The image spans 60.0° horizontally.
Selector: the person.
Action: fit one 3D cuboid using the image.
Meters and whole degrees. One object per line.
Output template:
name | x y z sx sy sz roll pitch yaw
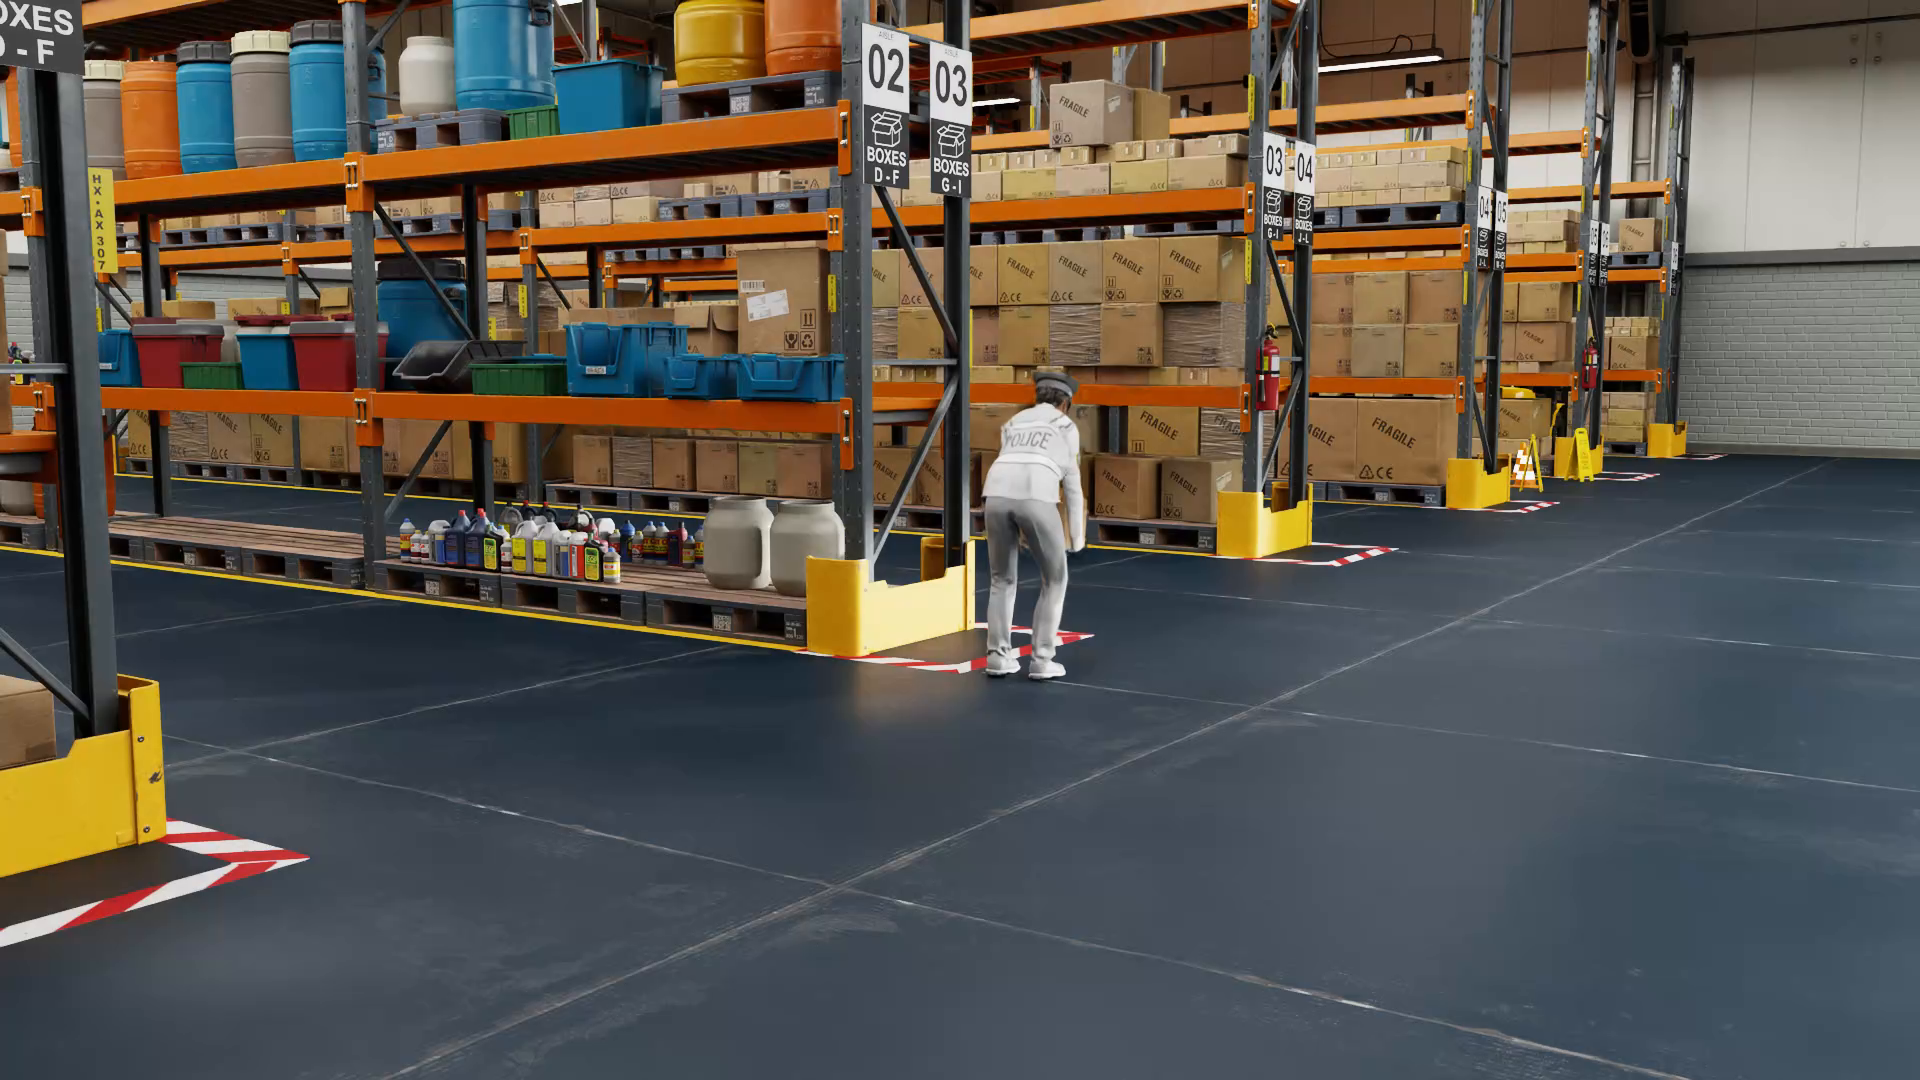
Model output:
person | 0.375 -0.085 8.147 0.416 1.473 0.756 3 7 25
